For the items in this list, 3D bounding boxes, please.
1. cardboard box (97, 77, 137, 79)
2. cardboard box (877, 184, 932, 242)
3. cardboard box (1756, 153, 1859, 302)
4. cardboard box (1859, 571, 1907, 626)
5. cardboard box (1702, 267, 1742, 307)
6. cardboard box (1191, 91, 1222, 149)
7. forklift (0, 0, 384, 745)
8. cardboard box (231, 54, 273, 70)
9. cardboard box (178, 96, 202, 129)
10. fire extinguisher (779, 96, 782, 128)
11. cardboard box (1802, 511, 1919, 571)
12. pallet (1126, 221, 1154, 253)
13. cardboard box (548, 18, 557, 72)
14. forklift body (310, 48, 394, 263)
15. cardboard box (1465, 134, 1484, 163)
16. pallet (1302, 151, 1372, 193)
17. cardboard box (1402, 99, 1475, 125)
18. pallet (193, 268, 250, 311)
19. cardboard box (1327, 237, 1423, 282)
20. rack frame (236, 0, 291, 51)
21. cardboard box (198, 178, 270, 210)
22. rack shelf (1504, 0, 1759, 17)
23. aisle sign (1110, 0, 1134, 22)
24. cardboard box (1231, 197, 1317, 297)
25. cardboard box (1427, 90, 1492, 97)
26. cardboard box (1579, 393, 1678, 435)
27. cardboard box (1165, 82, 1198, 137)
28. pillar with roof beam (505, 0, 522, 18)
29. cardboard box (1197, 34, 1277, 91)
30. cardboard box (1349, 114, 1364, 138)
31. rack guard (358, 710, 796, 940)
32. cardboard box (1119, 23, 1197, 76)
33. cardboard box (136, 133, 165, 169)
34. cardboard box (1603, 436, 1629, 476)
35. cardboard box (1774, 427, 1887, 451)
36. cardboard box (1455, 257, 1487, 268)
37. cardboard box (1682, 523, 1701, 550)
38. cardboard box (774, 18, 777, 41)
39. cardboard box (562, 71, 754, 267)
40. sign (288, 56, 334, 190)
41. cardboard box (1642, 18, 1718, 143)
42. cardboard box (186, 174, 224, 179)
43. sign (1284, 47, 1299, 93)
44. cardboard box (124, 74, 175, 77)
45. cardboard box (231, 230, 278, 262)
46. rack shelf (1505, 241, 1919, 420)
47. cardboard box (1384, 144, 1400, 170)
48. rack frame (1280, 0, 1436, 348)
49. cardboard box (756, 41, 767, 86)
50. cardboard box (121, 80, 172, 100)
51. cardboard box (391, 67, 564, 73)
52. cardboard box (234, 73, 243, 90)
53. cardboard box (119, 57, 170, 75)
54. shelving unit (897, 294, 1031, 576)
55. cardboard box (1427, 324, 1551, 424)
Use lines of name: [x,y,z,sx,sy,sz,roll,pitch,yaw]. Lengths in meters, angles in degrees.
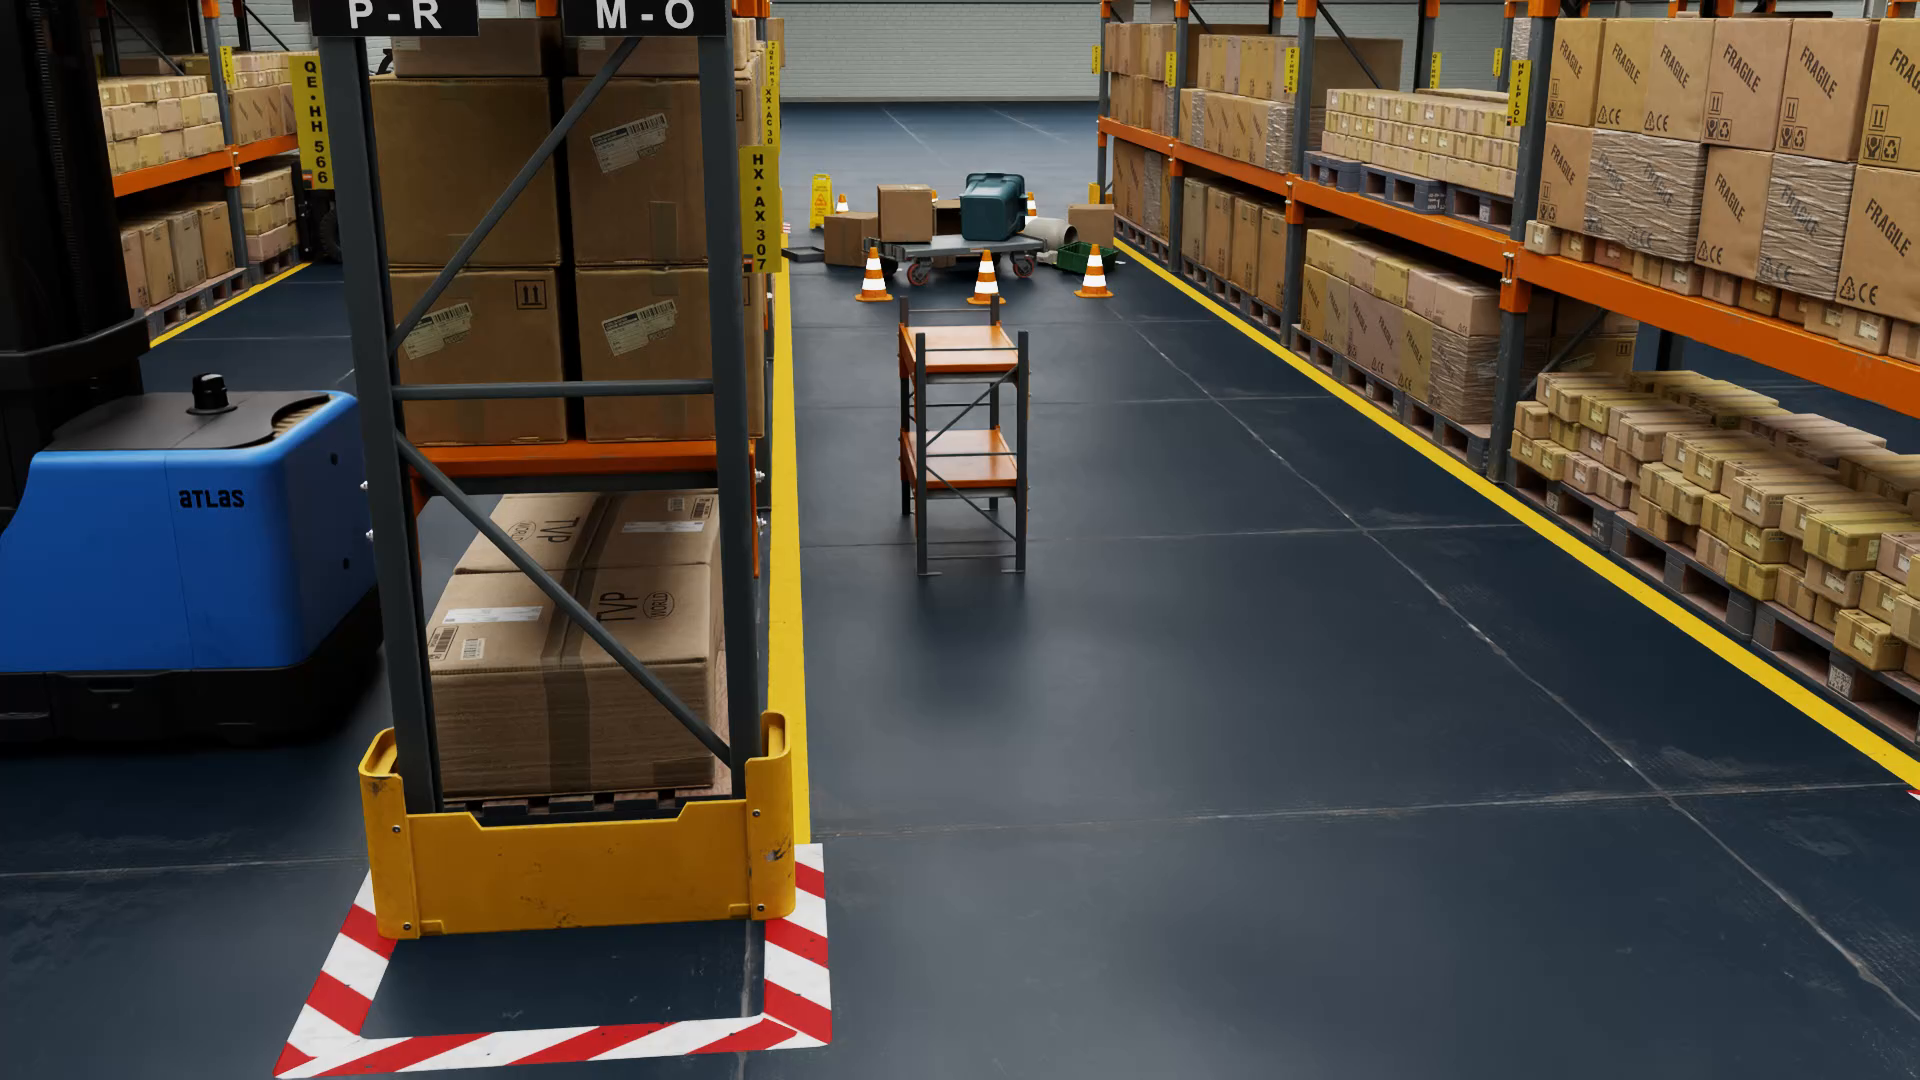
cardboard box: [-7.447,-3.977,14.588,0.380,0.149,0.250,-2,18,-7]
cardboard box: [-0.541,-3.200,16.271,0.500,0.500,0.500,-2,18,-6]
cardboard box: [3.430,-1.195,6.313,0.500,0.500,0.500,-2,18,-5]
cardboard box: [3.530,0.215,6.047,0.380,0.149,0.250,-2,18,-7]
cardboard box: [3.391,-1.083,7.039,0.380,0.149,0.250,-1,17,-4]
cardboard box: [2.444,-3.883,15.370,0.500,0.500,0.500,-2,18,-5]
forklift: [-3.800,-0.795,5.816,3.031,2.935,1.130,-1,17,-2]
cardboard box: [-7.239,-4.871,16.939,0.380,0.149,0.250,-2,18,-5]
cardboard box: [-6.880,-3.688,14.334,0.500,0.250,0.500,-2,18,-7]
fire extinguisher: [-2.275,-5.171,19.768,0.296,0.674,0.183,-2,18,-6]
cardboard box: [3.414,0.001,6.231,0.380,0.149,0.250,-2,18,-7]
pallet: [2.475,-3.413,18.697,1.003,0.211,1.213,-2,18,-6]
cardboard box: [-1.357,-1.402,4.716,0.380,0.149,0.250,-1,17,-5]
forklift body: [-5.648,-4.091,17.618,2.313,2.155,1.214,-2,18,-6]
cardboard box: [3.141,-2.254,9.572,0.380,0.149,0.250,-1,17,-3]
pallet: [3.196,-2.658,11.956,1.213,0.211,1.003,-2,18,-6]
cardboard box: [3.031,-2.713,10.537,0.380,0.149,0.250,-2,18,-6]
pallet: [-7.131,-2.264,15.037,1.003,0.211,1.213,-2,18,-6]
cardboard box: [2.900,-1.960,11.633,0.500,0.250,0.500,-2,18,-6]
rack frame: [-7.658,-5.005,19.111,1.000,3.000,0.127,-2,18,-6]
cardboard box: [-6.983,-3.332,16.004,0.500,0.250,0.500,-2,18,-6]
rack shelf: [7.342,-5.957,18.338,1.077,0.370,4.000,-2,18,-6]
aisle sign: [1.886,-6.594,19.834,0.394,0.787,0.004,-2,18,-6]
cardboard box: [2.950,-2.530,14.284,1.050,0.750,0.750,-2,17,-5]
cardboard box: [3.547,-3.116,11.821,0.380,0.149,0.250,-2,18,-6]
cardboard box: [3.304,-0.624,8.223,0.380,0.149,0.250,-2,18,-6]
cardboard box: [2.554,-4.332,16.716,0.875,0.550,0.550,-2,18,-6]
pillar with roof beam: [-6.676,-14.915,40.662,9.100,9.000,0.400,-2,18,-6]
cardboard box: [2.661,-4.527,15.754,0.700,0.500,0.500,-2,18,-7]
cardboard box: [2.928,-2.871,11.535,0.380,0.149,0.250,-2,18,-7]
rack guard: [-1.069,0.808,4.770,1.175,0.500,0.348,-2,18,-6]
cardboard box: [2.263,-5.485,18.588,0.875,0.550,0.550,-2,18,-6]
cardboard box: [-6.795,-3.147,13.444,0.500,0.250,0.500,-1,17,-4]
cardboard box: [3.350,-0.407,8.026,0.380,0.149,0.250,-3,18,-8]
cardboard box: [3.933,-0.407,7.530,0.380,0.149,0.250,-2,18,-8]
cardboard box: [3.510,-1.671,10.714,0.500,0.250,0.500,-1,17,-4]
cardboard box: [3.425,-0.028,7.316,0.380,0.149,0.250,-1,17,-4]
cardboard box: [-2.169,-4.925,16.523,0.700,0.500,0.500,-2,18,-5]
cardboard box: [-0.837,-1.069,4.737,0.500,0.500,0.500,-2,18,-7]
sign: [-1.612,-1.045,4.169,0.100,0.325,0.005,-2,18,-6]
cardboard box: [3.323,-1.987,7.164,0.500,0.500,0.500,-1,17,-5]
cardboard box: [-7.556,-3.470,16.441,0.500,0.250,0.500,-2,18,-6]
sign: [2.465,-3.493,12.362,0.100,0.325,0.005,-2,18,-6]
cardboard box: [-7.534,-4.258,15.482,0.380,0.149,0.250,-2,18,-6]
cardboard box: [-6.966,-2.856,16.155,0.500,0.250,0.500,-2,18,-5]
rack shelf: [3.636,-0.828,7.007,1.077,0.370,4.000,-2,18,-6]
cardboard box: [3.001,-2.505,10.866,0.380,0.149,0.250,-2,17,-5]
rack frame: [3.017,-2.959,12.594,1.000,3.000,0.127,-2,18,-6]
cardboard box: [-1.522,-3.002,10.895,0.500,0.500,0.500,-1,17,-5]
cardboard box: [-6.848,-3.770,13.928,0.380,0.149,0.250,-2,18,-7]
cardboard box: [-1.441,-1.208,5.181,0.500,0.500,0.500,-2,18,-5]
cardboard box: [-7.045,-4.350,15.776,0.380,0.149,0.250,-1,17,-4]
cardboard box: [-7.579,-4.398,15.431,0.380,0.149,0.250,-2,18,-6]
shelving unit: [0.001,-0.535,8.002,0.538,1.125,1.048,-2,18,-6]
cardboard box: [3.103,-0.987,9.787,0.500,0.500,0.500,-2,18,-7]
